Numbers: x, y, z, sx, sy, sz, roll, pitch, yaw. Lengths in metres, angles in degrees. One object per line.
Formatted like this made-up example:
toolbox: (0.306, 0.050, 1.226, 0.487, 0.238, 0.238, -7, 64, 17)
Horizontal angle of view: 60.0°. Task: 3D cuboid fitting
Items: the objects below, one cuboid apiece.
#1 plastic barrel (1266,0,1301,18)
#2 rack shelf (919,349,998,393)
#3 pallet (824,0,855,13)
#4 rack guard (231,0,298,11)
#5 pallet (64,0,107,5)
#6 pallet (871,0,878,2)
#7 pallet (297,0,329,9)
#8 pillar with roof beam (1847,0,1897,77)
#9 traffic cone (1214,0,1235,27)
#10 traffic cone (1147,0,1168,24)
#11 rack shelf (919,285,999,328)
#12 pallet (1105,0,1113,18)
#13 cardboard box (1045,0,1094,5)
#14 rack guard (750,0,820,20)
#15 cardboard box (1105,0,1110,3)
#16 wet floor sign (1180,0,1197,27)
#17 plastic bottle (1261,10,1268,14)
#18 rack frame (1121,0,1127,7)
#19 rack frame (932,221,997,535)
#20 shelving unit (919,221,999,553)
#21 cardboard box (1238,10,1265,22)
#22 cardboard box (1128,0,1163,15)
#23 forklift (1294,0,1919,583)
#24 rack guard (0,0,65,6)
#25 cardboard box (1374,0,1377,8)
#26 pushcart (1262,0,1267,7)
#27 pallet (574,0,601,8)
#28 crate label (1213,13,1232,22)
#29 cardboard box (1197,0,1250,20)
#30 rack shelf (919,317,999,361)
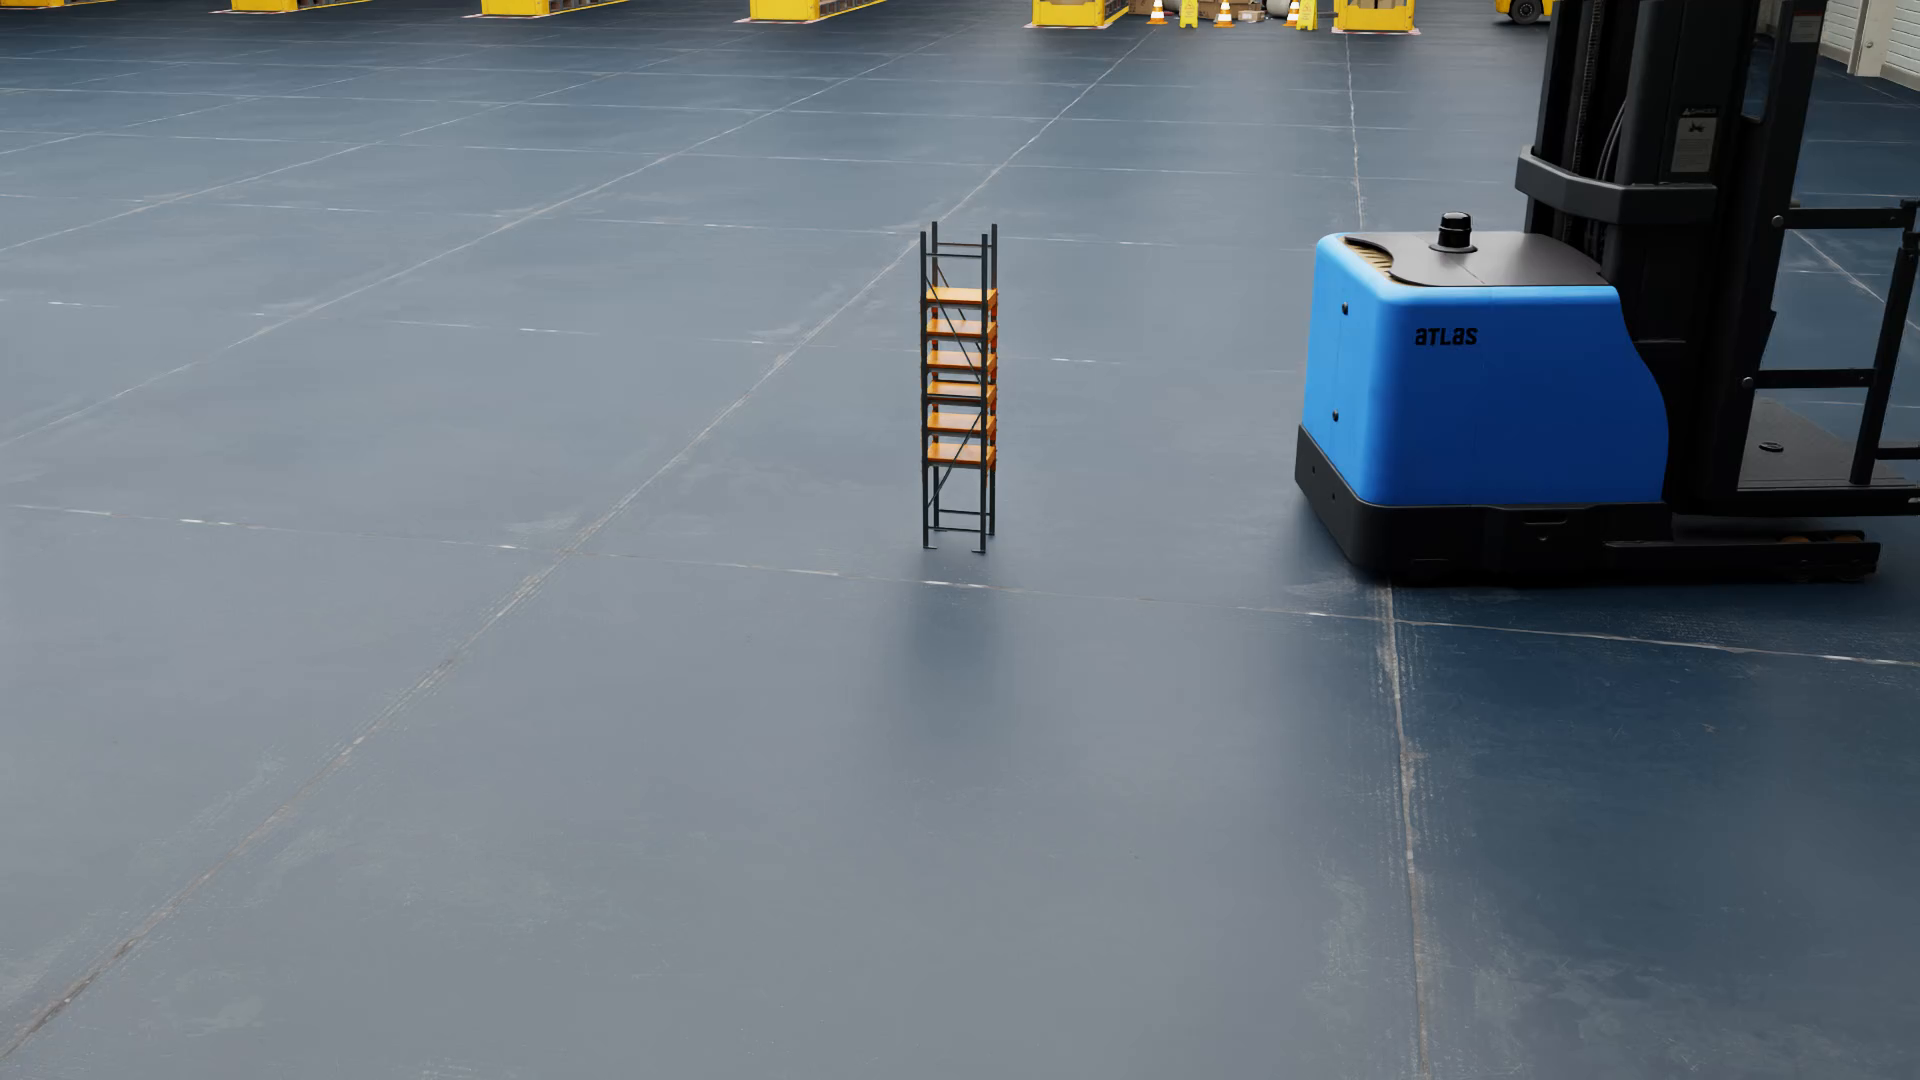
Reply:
plastic barrel: (5.607, -9.280, 28.830, 0.421, 0.421, 0.512, -16, 27, -35)
rack shelf: (-0.003, -0.621, 6.088, 0.258, 0.103, 0.180, 4, 22, 11)
pallet: (-2.567, -9.834, 30.488, 1.003, 0.211, 1.213, 4, 22, 11)
rack guard: (-12.736, -9.948, 30.386, 1.175, 0.500, 0.348, 4, 22, 11)
pallet: (-17.365, -10.522, 32.196, 1.003, 0.211, 1.213, 4, 22, 11)
pallet: (-2.060, -10.814, 32.923, 1.003, 0.211, 1.213, 4, 22, 11)
pallet: (-12.616, -10.106, 31.164, 1.003, 0.211, 1.213, 4, 22, 11)
pillar with roof beam: (7.114, -10.330, 19.958, 9.100, 9.000, 0.400, 4, 22, 11)
traffic cone: (4.337, -8.644, 27.197, 0.336, 0.463, 0.334, 4, 22, 11)
traffic cone: (3.300, -8.854, 27.719, 0.336, 0.463, 0.334, 4, 22, 11)
rack shelf: (-0.003, -0.844, 5.998, 0.258, 0.103, 0.180, 4, 22, 11)
pallet: (2.139, -9.395, 29.398, 1.003, 0.211, 1.213, 4, 22, 11)
cardboard box: (1.875, -9.407, 27.979, 0.875, 0.875, 0.875, 5, 22, 11)
rack guard: (-3.018, -9.228, 28.598, 1.175, 0.500, 0.348, 4, 22, 11)
cardboard box: (2.240, -10.063, 29.605, 0.875, 0.875, 0.875, 5, 22, 11)
wet floor sign: (3.734, -8.691, 27.071, 0.267, 0.644, 0.232, 1, 22, 2)
plastic bottle: (5.385, -9.376, 29.551, 0.133, 0.061, 0.283, 8, 23, 20)
rack frame: (2.618, -11.408, 30.664, 1.000, 3.000, 0.127, 4, 22, 11)
rack frame: (0.016, -0.585, 6.199, 0.240, 1.200, 0.006, 4, 22, 11)
shelving unit: (-0.003, -0.551, 6.116, 0.258, 1.200, 0.189, 4, 22, 11)
cardboard box: (4.958, -8.915, 28.291, 0.380, 0.149, 0.250, 18, 28, 38)
cardboard box: (3.305, -9.604, 29.527, 0.500, 0.500, 0.500, 8, 23, 20)
forklift: (2.895, -1.405, 5.918, 3.031, 2.935, 1.130, -1, 22, -3)
rack guard: (-17.566, -10.361, 31.411, 1.175, 0.500, 0.348, 4, 22, 11)
cardboard box: (7.314, -9.185, 28.262, 0.500, 0.250, 0.500, 6, 23, 15)
pushcart: (5.242, -10.007, 30.695, 1.648, 0.377, 0.936, -3, 22, -8)
pallet: (-7.491, -10.217, 31.440, 1.003, 0.211, 1.213, 4, 22, 11)
crate label: (4.436, -8.785, 27.983, 0.250, 0.136, 0.298, -7, 23, -17)
cardboard box: (4.548, -9.282, 28.727, 0.797, 0.503, 0.637, -11, 25, -26)
rack shelf: (-0.003, -0.733, 6.043, 0.258, 0.103, 0.180, 4, 22, 11)
